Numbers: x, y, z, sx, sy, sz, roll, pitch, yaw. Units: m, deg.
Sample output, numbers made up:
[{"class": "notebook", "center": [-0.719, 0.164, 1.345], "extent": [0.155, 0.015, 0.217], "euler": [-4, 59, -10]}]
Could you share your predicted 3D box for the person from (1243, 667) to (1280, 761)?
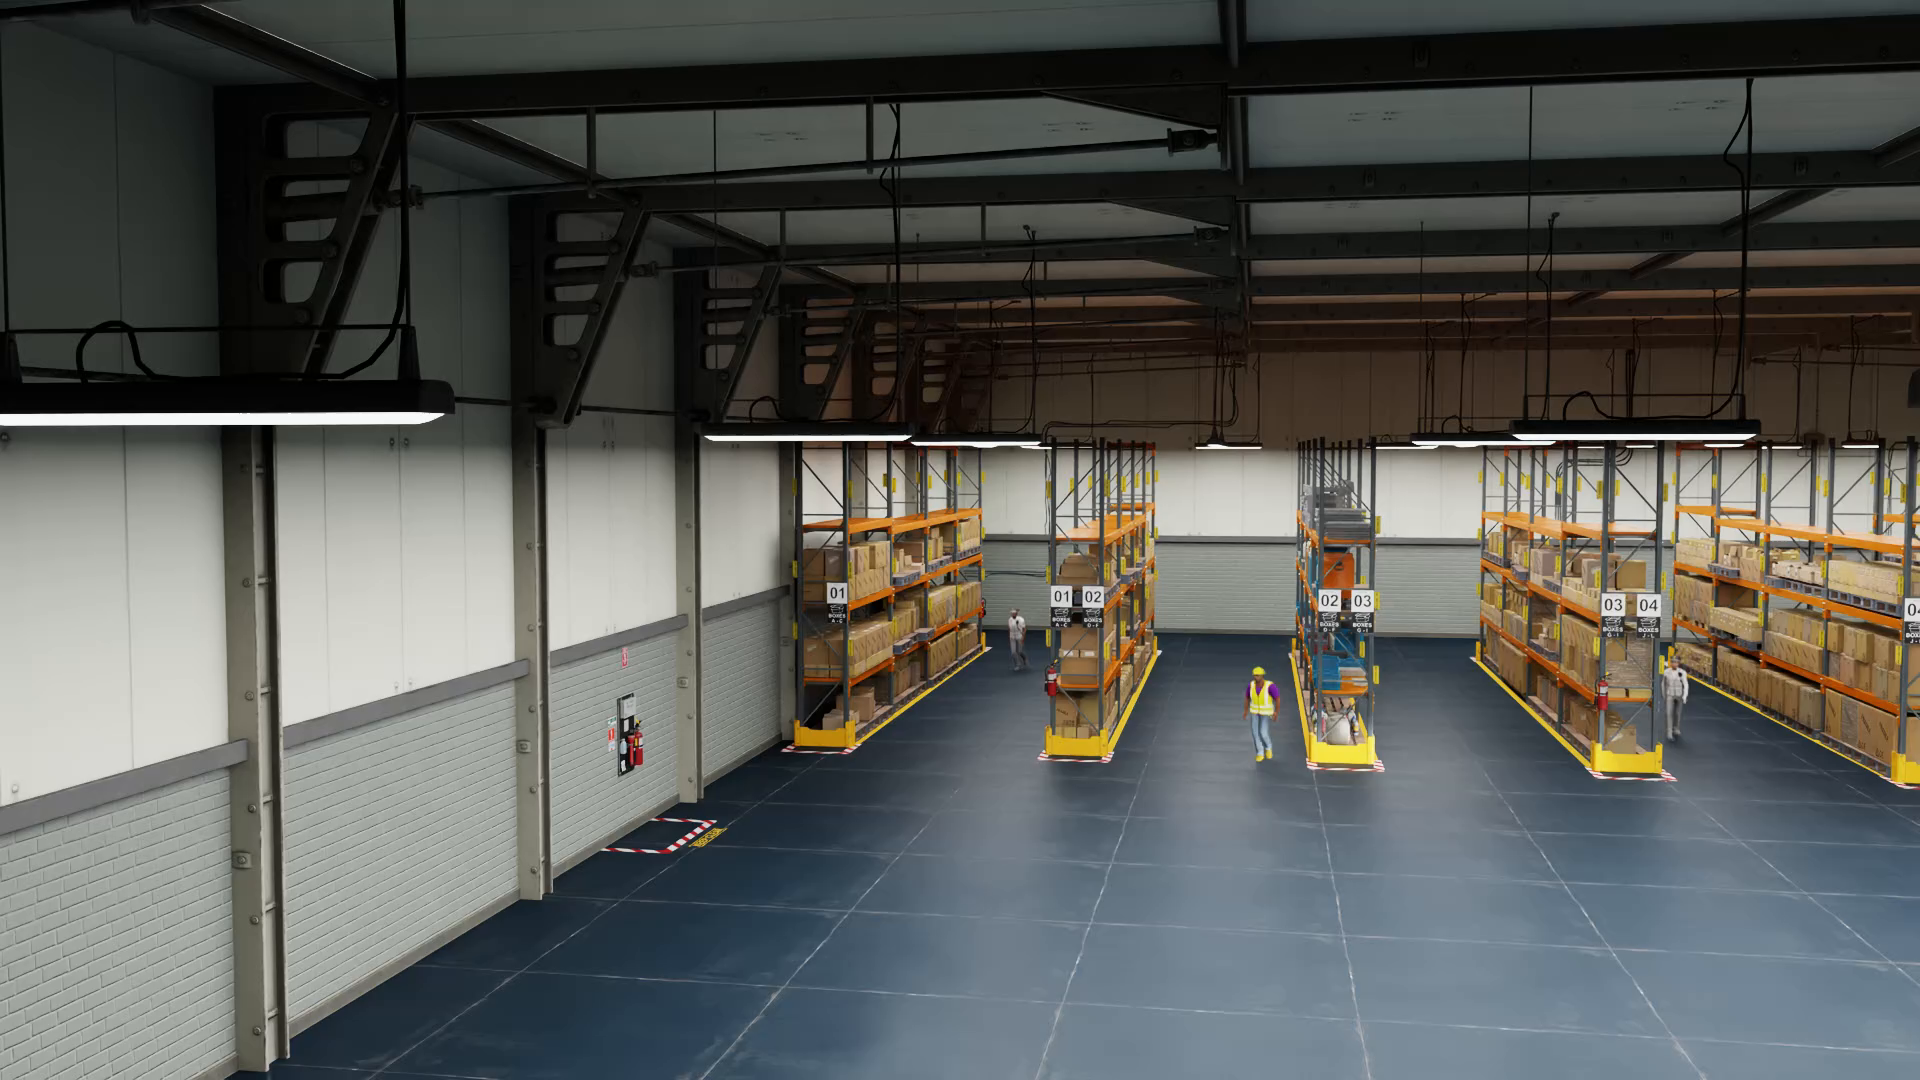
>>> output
[{"class": "person", "center": [5.619, 3.221, 30.852], "extent": [0.675, 1.747, 0.528], "euler": [2, 4, 33]}]

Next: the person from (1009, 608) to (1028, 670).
[{"class": "person", "center": [1.541, 2.590, 43.823], "extent": [0.504, 1.647, 0.636], "euler": [1, 3, 26]}]

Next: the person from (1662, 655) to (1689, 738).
[{"class": "person", "center": [14.304, 3.121, 33.262], "extent": [0.501, 1.630, 0.956], "euler": [1, 3, 22]}]
